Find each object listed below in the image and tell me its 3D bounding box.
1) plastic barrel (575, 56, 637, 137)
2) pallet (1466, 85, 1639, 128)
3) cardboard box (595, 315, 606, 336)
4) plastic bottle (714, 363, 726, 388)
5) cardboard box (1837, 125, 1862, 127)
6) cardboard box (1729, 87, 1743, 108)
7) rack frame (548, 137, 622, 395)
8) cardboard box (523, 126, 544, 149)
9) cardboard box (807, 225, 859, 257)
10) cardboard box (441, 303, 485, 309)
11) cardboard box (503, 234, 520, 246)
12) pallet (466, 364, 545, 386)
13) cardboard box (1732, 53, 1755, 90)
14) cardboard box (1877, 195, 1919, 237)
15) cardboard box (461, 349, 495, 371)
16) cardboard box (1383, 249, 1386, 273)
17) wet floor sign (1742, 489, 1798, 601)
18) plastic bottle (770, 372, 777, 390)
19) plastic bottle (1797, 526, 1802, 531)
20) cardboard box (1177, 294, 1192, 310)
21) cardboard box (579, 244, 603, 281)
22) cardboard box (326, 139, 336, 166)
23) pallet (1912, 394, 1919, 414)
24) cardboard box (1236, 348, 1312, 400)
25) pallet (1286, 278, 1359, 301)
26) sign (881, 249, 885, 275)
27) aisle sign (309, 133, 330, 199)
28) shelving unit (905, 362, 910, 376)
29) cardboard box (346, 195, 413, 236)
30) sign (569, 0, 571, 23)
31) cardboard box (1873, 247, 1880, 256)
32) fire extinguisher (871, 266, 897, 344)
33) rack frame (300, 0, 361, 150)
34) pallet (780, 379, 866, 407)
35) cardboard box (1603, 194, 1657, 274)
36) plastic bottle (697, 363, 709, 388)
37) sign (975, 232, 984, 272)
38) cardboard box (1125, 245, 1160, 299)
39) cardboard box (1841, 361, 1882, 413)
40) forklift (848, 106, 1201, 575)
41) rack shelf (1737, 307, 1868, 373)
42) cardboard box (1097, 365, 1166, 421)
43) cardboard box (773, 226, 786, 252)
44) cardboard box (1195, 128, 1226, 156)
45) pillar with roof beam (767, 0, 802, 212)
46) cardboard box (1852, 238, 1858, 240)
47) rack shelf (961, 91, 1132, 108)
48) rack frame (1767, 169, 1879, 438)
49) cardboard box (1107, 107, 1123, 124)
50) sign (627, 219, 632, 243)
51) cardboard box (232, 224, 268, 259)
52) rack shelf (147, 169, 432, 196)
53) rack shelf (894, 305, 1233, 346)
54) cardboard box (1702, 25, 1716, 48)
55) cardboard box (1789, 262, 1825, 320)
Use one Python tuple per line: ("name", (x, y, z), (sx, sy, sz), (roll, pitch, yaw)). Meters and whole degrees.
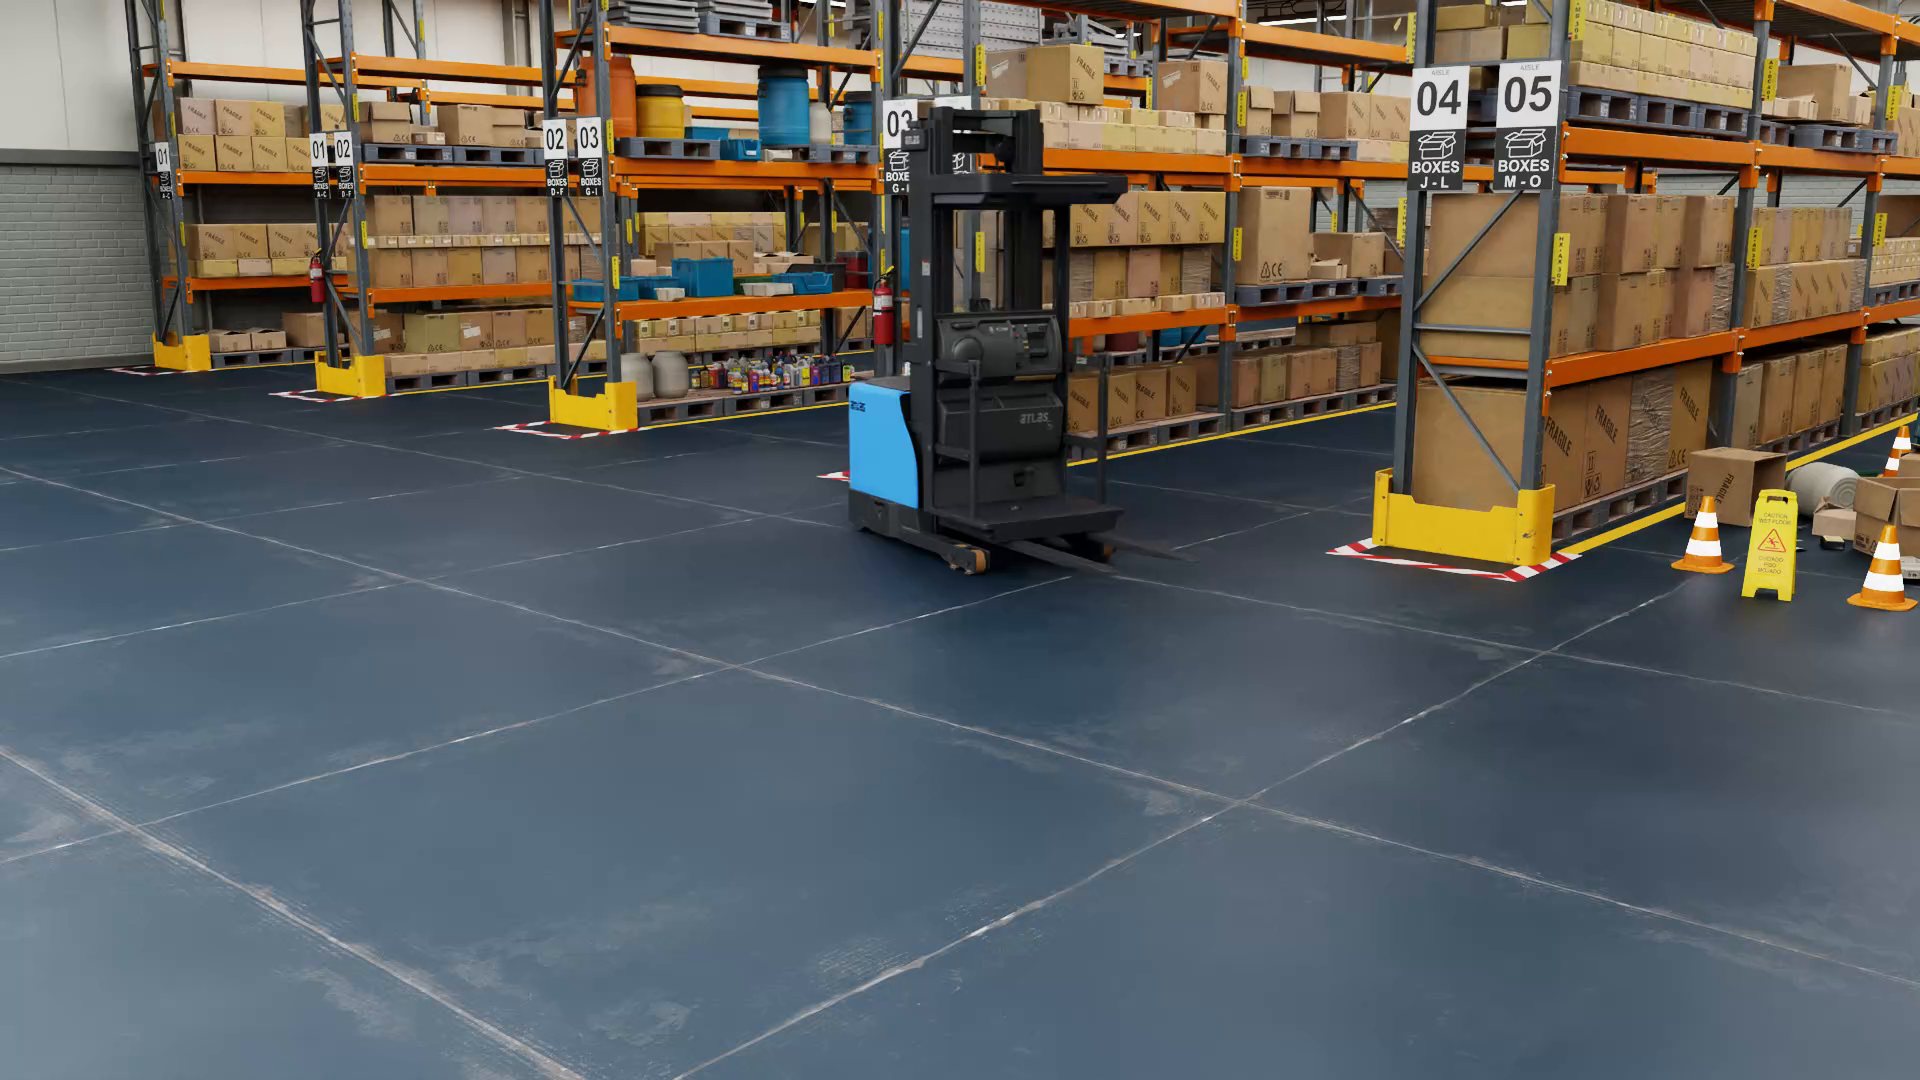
("plastic barrel", (-3.739, -4.671, 17.610), (0.600, 0.830, 0.708), (10, 15, 40))
("pallet", (3.897, -2.937, 11.324), (1.003, 0.211, 1.213), (10, 15, 40))
("cardboard box", (-4.991, -3.154, 24.360), (0.500, 0.311, 0.500), (10, 15, 40))
("plastic bottle", (-2.814, -1.926, 19.506), (0.061, 0.283, 0.133), (10, 15, 40))
("cardboard box", (8.466, -4.070, 16.043), (0.380, 0.166, 0.250), (10, 15, 40))
("cardboard box", (5.889, -3.458, 13.021), (0.380, 0.149, 0.250), (10, 15, 41))
("rack frame", (-3.965, -2.695, 17.547), (1.000, 3.000, 0.127), (10, 15, 40))
("cardboard box", (-5.930, -5.507, 22.764), (0.500, 0.311, 0.500), (9, 14, 37))
("cardboard box", (-2.071, -4.875, 27.135), (0.700, 0.500, 0.500), (4, 12, 21))
("cardboard box", (-8.293, -3.665, 27.661), (0.700, 0.500, 0.500), (10, 15, 42))
("cardboard box", (-6.074, -3.998, 22.158), (0.380, 0.149, 0.250), (10, 15, 42))
("pallet", (-6.404, -2.265, 22.514), (1.003, 0.211, 1.213), (10, 15, 40))
("cardboard box", (5.923, -3.680, 13.114), (0.500, 0.250, 0.500), (10, 15, 40))
("cardboard box", (11.443, -3.954, 20.279), (0.500, 0.500, 0.500), (9, 14, 38))
("cardboard box", (-6.504, -2.391, 21.974), (0.500, 0.250, 0.500), (10, 15, 40))
("cardboard box", (5.176, -3.385, 20.748), (0.500, 0.500, 0.500), (10, 15, 42))
("wet floor sign", (4.883, 0.016, 9.983), (0.267, 0.644, 0.232), (7, 13, 31))
("plastic bottle", (-2.176, -1.845, 19.311), (0.097, 0.201, 0.097), (0, 11, 0))
("plastic bottle", (5.936, -0.097, 12.042), (0.283, 0.061, 0.133), (4, 12, 21))
("cardboard box", (2.093, -2.386, 16.640), (0.380, 0.149, 0.250), (10, 15, 40))
("cardboard box", (-5.331, -3.908, 23.362), (0.700, 0.500, 0.500), (9, 15, 39))
("cardboard box", (-9.594, -5.829, 25.272), (0.500, 0.500, 0.500), (9, 14, 38))
("pallet", (10.823, -1.682, 19.594), (1.003, 0.211, 1.213), (10, 15, 40))
("cardboard box", (3.516, -1.871, 18.679), (0.700, 0.500, 0.500), (8, 14, 36))
("pallet", (3.761, -2.841, 18.768), (1.003, 0.211, 1.213), (10, 15, 40))
("sign", (-0.918, -3.347, 20.102), (0.100, 0.325, 0.005), (10, 15, 40))
("aisle sign", (-7.947, -4.639, 20.643), (0.394, 0.787, 0.004), (10, 15, 40))
("shelving unit", (-0.133, -0.786, 12.581), (0.503, 1.200, 0.258), (-6, 13, -27))
("cardboard box", (-7.330, -4.096, 20.994), (0.700, 0.500, 0.500), (10, 15, 41))
("sign", (-5.458, -7.432, 23.358), (0.100, 0.325, 0.005), (10, 15, 40))
("cardboard box", (9.322, -3.033, 17.288), (0.380, 0.149, 0.250), (9, 15, 39))
("fire extinguisher", (-0.666, -2.060, 14.562), (0.296, 0.674, 0.183), (10, 15, 40))
("rack frame", (-7.683, -6.278, 20.168), (1.000, 3.000, 0.127), (10, 15, 40))
("pallet", (-1.799, -1.823, 20.299), (1.003, 0.211, 1.213), (10, 15, 40))
("cardboard box", (4.454, -2.209, 11.973), (0.875, 0.550, 0.550), (10, 15, 40))
("plastic bottle", (-3.018, -1.925, 19.504), (0.061, 0.283, 0.133), (10, 15, 42))
("sign", (0.164, -2.409, 13.905), (0.100, 0.325, 0.005), (10, 15, 40))
("cardboard box", (1.442, -2.624, 16.178), (0.875, 0.500, 0.500), (10, 15, 40))
("cardboard box", (9.354, -1.627, 17.508), (0.500, 0.500, 0.500), (9, 14, 38))
("forklift", (0.378, -1.317, 10.822), (1.130, 2.935, 3.031), (-7, 13, -30))
("rack shelf", (7.376, -1.929, 15.546), (1.077, 0.370, 4.000), (10, 15, 40))
("cardboard box", (1.730, -1.485, 16.795), (0.500, 0.500, 0.500), (-7, 13, -30))
("cardboard box", (-3.601, -5.846, 32.255), (0.500, 0.500, 0.500), (9, 15, 39))
("cardboard box", (2.291, -3.940, 16.503), (0.500, 0.250, 0.500), (11, 15, 42))
("pillar with roof beam", (-0.439, -8.342, 30.501), (9.100, 9.000, 0.548), (10, 15, 40))
("cardboard box", (10.045, -3.387, 19.060), (0.380, 0.149, 0.250), (10, 15, 40))
("rack shelf", (1.559, -7.983, 30.552), (1.077, 0.370, 4.000), (10, 15, 40))
("rack frame", (8.696, -2.576, 16.948), (1.000, 3.000, 0.127), (10, 15, 40))
("cardboard box", (1.289, -3.928, 15.427), (0.380, 0.149, 0.250), (9, 14, 38))
("sign", (-4.625, -4.316, 23.252), (0.100, 0.325, 0.005), (10, 15, 40))
("cardboard box", (-10.532, -4.383, 24.414), (0.500, 0.500, 0.500), (10, 15, 41))
("rack shelf", (-10.086, -5.388, 25.210), (1.077, 0.370, 4.000), (10, 15, 40))
("rack shelf", (1.076, -1.996, 15.884), (1.077, 0.370, 4.000), (10, 15, 40))
("cardboard box", (5.385, -3.737, 12.381), (0.380, 0.149, 0.250), (10, 15, 41))
("cardboard box", (7.605, -2.301, 15.318), (0.500, 0.500, 0.500), (10, 15, 41))
